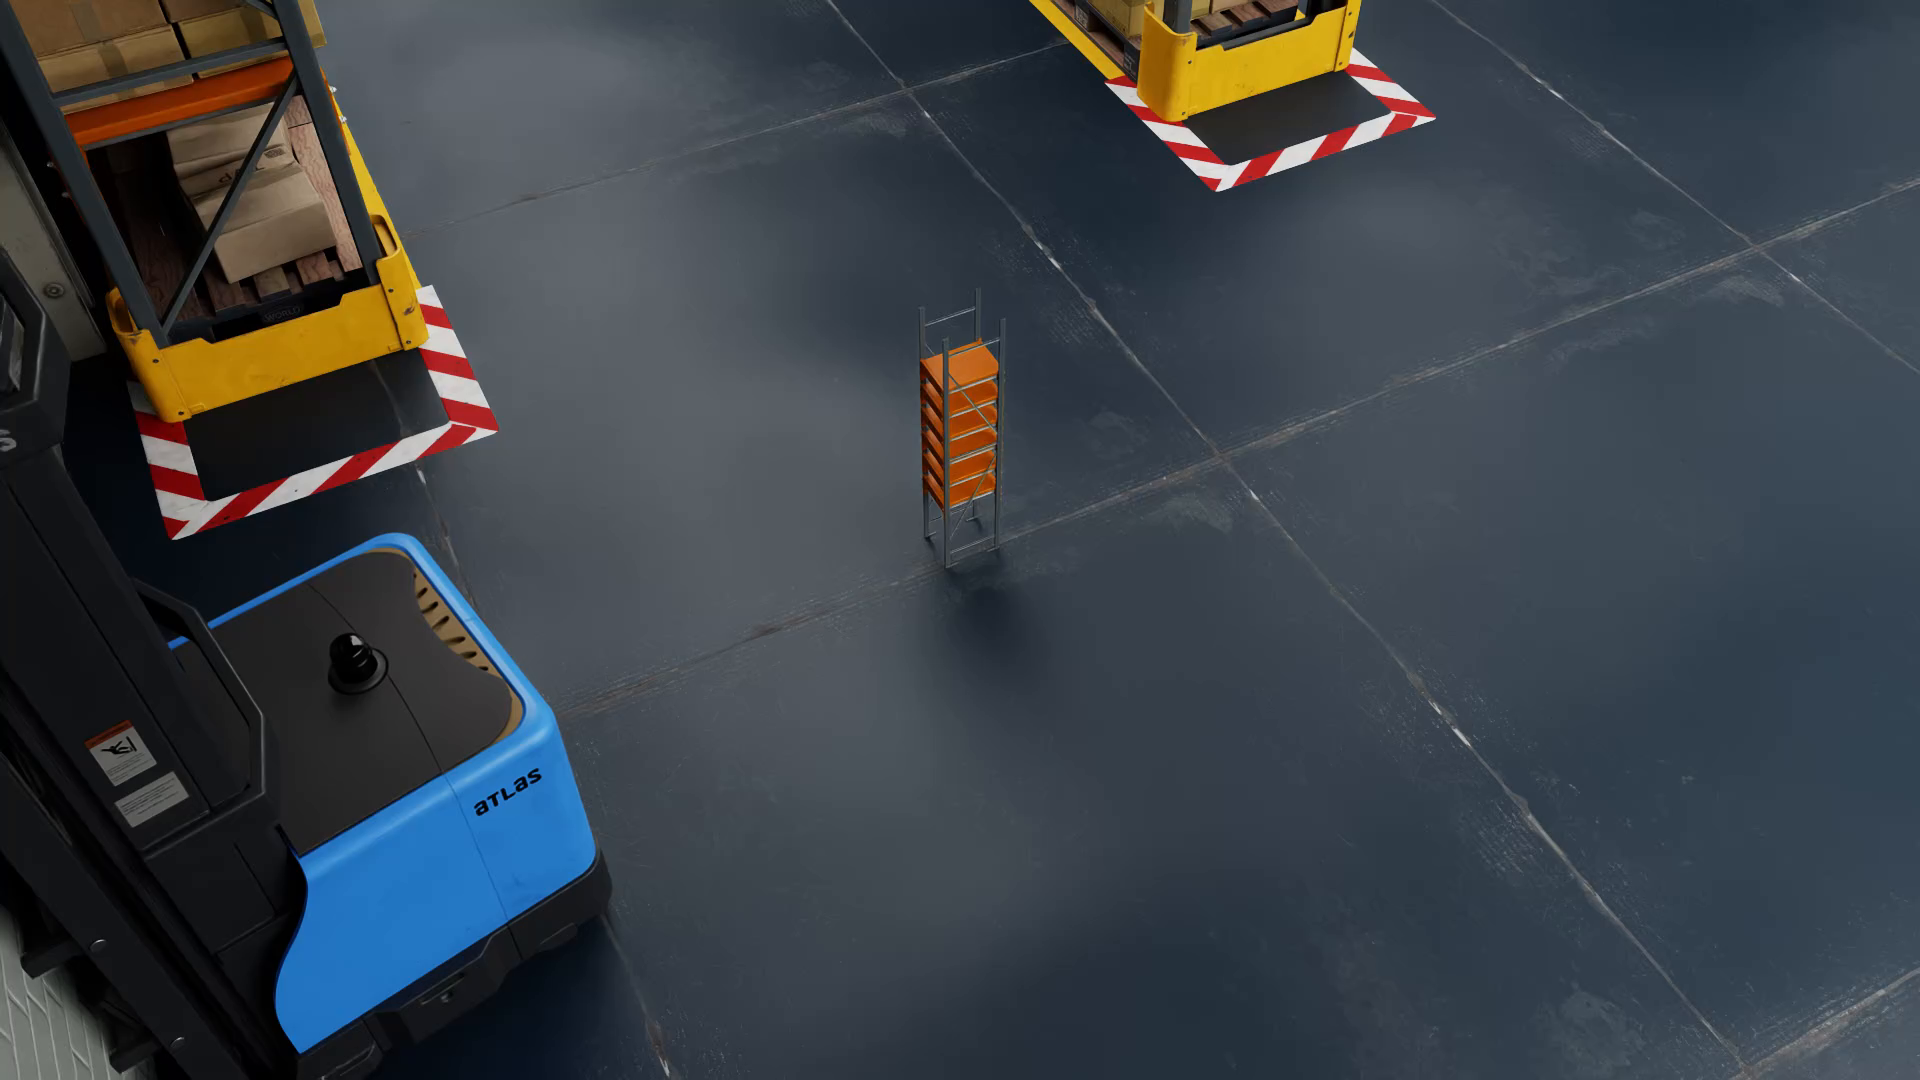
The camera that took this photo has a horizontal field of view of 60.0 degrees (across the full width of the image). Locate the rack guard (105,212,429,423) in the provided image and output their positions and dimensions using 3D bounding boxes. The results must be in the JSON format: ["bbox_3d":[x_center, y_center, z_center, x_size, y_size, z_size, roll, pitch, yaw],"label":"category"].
[{"bbox_3d":[-2.952,-0.961,7.151,1.175,0.500,0.348,-21,52,-18],"label":"rack guard"}]

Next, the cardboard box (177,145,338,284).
[{"bbox_3d":[-3.153,-1.487,7.444,0.500,0.311,0.500,-27,54,-21],"label":"cardboard box"}]

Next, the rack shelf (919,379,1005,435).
[{"bbox_3d":[0.007,-0.514,6.035,0.258,0.103,0.180,-21,52,-18],"label":"rack shelf"}]

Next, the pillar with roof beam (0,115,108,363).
[{"bbox_3d":[-0.178,-5.361,5.353,9.100,9.000,0.400,-21,52,-18],"label":"pillar with roof beam"}]

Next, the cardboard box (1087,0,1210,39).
[{"bbox_3d":[0.978,-2.932,8.762,0.500,0.250,0.500,-21,52,-18],"label":"cardboard box"}]

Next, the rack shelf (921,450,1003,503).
[{"bbox_3d":[0.007,-0.277,6.306,0.258,0.103,0.180,-21,52,-18],"label":"rack shelf"}]

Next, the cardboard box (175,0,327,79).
[{"bbox_3d":[-2.858,-2.126,6.596,0.500,0.250,0.500,-23,53,-19],"label":"cardboard box"}]

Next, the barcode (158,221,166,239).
[{"bbox_3d":[-3.517,-1.364,7.331,0.001,0.075,0.075,-21,52,-18],"label":"barcode"}]

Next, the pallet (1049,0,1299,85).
[{"bbox_3d":[1.099,-3.021,9.145,1.003,0.211,1.213,-21,52,-18],"label":"pallet"}]

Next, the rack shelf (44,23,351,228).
[{"bbox_3d":[-3.832,-2.835,7.607,1.077,0.370,4.000,-21,52,-18],"label":"rack shelf"}]

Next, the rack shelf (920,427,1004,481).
[{"bbox_3d":[0.007,-0.356,6.216,0.258,0.103,0.180,-21,52,-18],"label":"rack shelf"}]

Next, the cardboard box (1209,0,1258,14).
[{"bbox_3d":[1.438,-3.110,8.918,0.500,0.250,0.500,-21,52,-18],"label":"cardboard box"}]

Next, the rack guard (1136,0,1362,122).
[{"bbox_3d":[1.497,-2.603,8.587,1.175,0.500,0.348,-21,52,-18],"label":"rack guard"}]

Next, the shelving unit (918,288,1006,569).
[{"bbox_3d":[0.007,-0.385,6.183,0.258,1.200,0.189,-21,52,-18],"label":"shelving unit"}]

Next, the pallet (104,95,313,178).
[{"bbox_3d":[-3.846,-2.237,8.459,1.003,0.211,1.213,-21,52,-18],"label":"pallet"}]

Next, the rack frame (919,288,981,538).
[{"bbox_3d":[-0.035,-0.447,6.236,0.240,1.200,0.006,-21,52,-18],"label":"rack frame"}]

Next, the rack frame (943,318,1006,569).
[{"bbox_3d":[0.048,-0.324,6.129,0.240,1.200,0.006,-21,52,-18],"label":"rack frame"}]

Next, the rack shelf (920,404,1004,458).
[{"bbox_3d":[0.007,-0.435,6.126,0.258,0.103,0.180,-21,52,-18],"label":"rack shelf"}]

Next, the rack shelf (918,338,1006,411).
[{"bbox_3d":[0.007,-0.593,5.945,0.258,0.103,0.180,-21,52,-18],"label":"rack shelf"}]

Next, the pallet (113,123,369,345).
[{"bbox_3d":[-3.292,-1.422,7.746,1.003,0.211,1.213,-21,52,-18],"label":"pallet"}]

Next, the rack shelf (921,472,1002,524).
[{"bbox_3d":[0.007,-0.198,6.397,0.258,0.103,0.180,-21,52,-18],"label":"rack shelf"}]

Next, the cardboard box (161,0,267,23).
[{"bbox_3d":[-2.868,-2.360,6.302,0.500,0.500,0.500,-21,52,-17],"label":"cardboard box"}]

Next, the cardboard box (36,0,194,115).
[{"bbox_3d":[-3.303,-1.936,6.430,0.500,0.250,0.500,-20,52,-17],"label":"cardboard box"}]

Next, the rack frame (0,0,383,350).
[{"bbox_3d":[-2.917,-1.733,6.166,1.000,3.000,0.127,-21,52,-18],"label":"rack frame"}]

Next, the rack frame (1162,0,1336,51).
[{"bbox_3d":[1.486,-3.442,7.660,1.000,3.000,0.127,-21,52,-18],"label":"rack frame"}]

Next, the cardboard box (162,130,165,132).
[{"bbox_3d":[-3.706,-2.439,8.151,0.700,0.500,0.500,-24,53,-20],"label":"cardboard box"}]

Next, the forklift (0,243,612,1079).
[{"bbox_3d":[-2.621,0.672,4.108,3.031,2.935,1.130,-31,56,-24],"label":"forklift"}]

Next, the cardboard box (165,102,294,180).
[{"bbox_3d":[-3.414,-1.868,7.778,0.500,0.311,0.500,-17,51,-15],"label":"cardboard box"}]

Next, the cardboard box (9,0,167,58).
[{"bbox_3d":[-3.322,-2.179,6.144,0.500,0.500,0.500,-22,52,-18],"label":"cardboard box"}]
